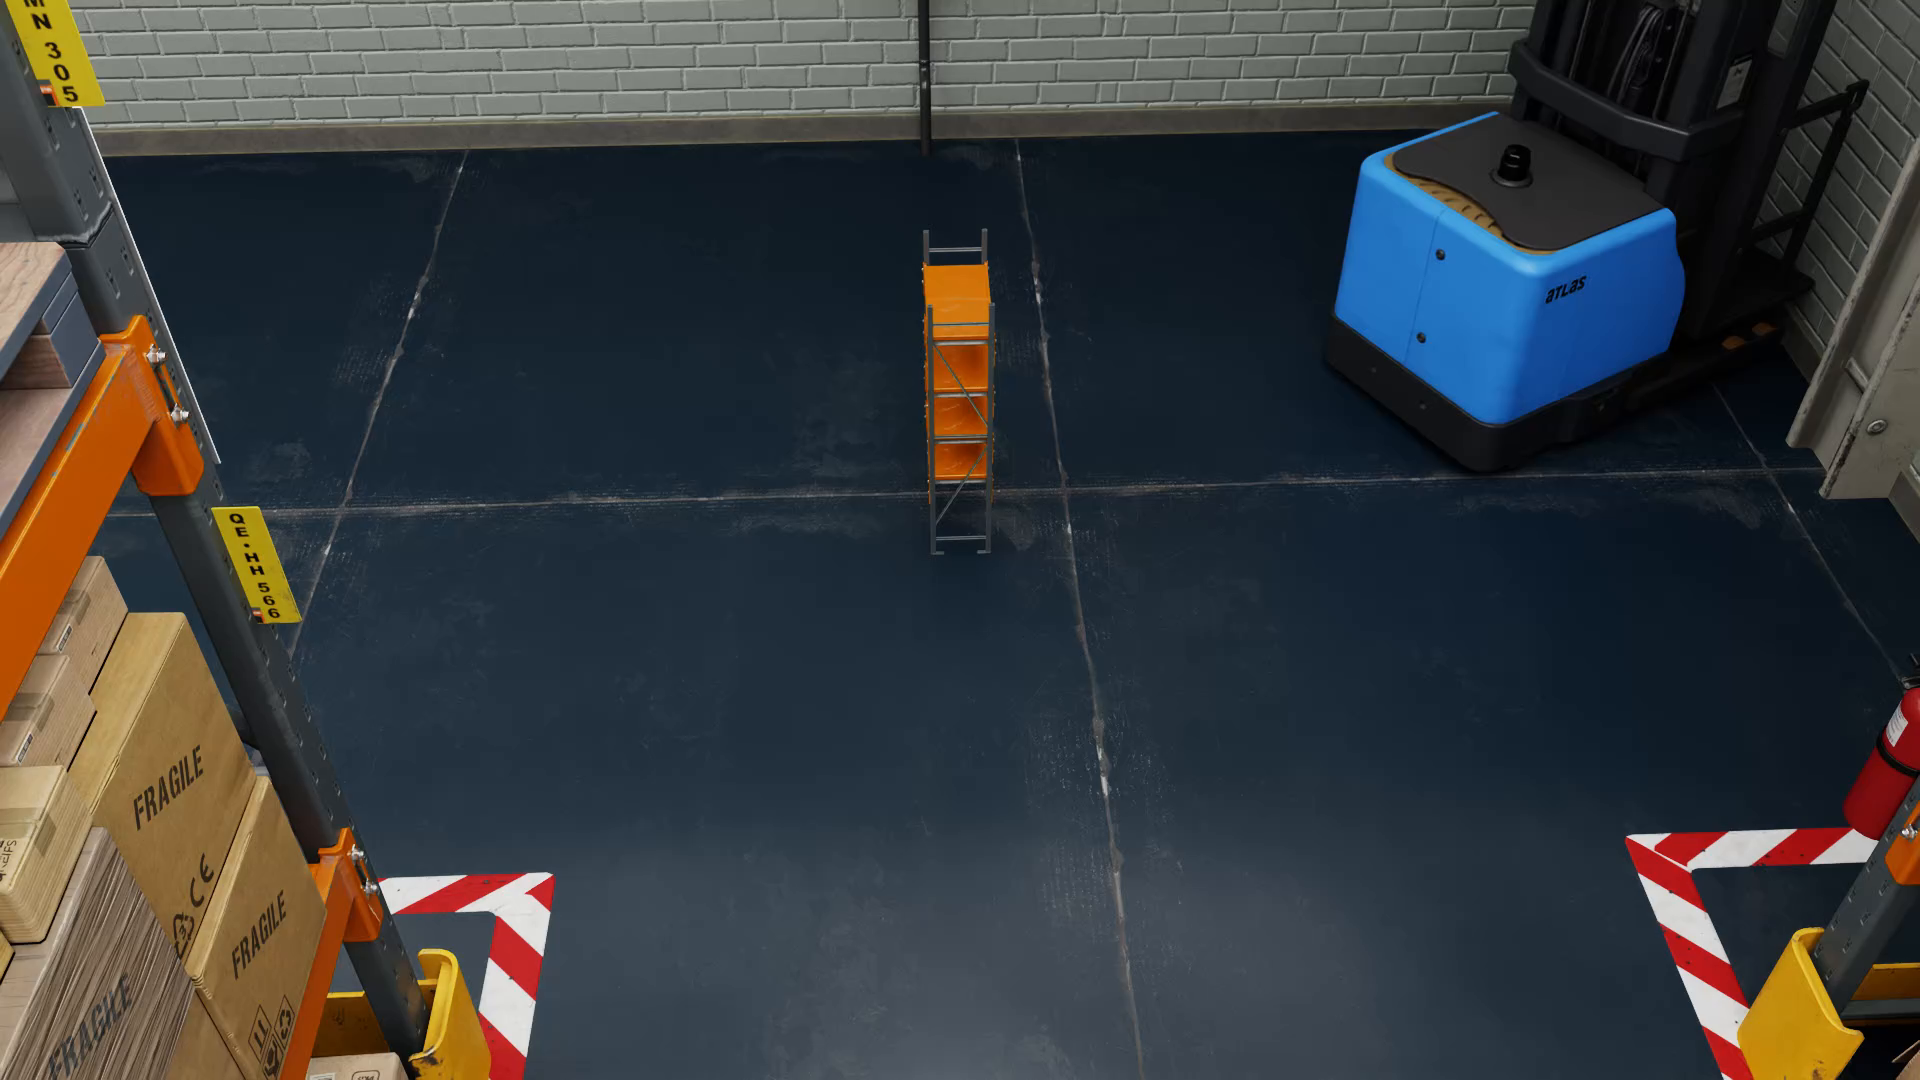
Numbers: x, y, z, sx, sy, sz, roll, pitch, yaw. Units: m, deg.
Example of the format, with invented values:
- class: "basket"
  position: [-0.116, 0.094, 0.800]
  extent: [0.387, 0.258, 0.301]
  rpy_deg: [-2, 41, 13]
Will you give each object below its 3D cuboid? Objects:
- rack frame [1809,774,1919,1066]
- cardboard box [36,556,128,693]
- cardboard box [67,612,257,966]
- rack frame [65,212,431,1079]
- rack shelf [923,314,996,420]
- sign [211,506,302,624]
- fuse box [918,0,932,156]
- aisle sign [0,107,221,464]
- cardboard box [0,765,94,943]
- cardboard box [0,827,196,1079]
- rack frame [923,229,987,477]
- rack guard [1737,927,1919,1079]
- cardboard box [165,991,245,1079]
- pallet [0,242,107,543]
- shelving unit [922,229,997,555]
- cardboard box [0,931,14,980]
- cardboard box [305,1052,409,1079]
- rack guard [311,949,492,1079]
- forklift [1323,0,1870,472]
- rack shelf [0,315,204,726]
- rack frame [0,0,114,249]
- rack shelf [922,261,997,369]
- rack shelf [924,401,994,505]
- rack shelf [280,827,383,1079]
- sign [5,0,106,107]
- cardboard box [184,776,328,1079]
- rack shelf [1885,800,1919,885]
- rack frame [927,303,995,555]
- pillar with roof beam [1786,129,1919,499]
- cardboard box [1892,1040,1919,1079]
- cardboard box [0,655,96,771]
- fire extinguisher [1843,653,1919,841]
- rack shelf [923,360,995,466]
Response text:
- class: "rack frame"
  position: [2.962, 0.431, 4.060]
  extent: [1.000, 3.000, 0.127]
  rpy_deg: [-2, 43, -2]
- class: "cardboard box"
  position: [-1.782, 0.168, 3.053]
  extent: [0.380, 0.149, 0.250]
  rpy_deg: [-1, 43, -1]
- class: "cardboard box"
  position: [-1.739, 0.489, 3.182]
  extent: [0.500, 0.500, 0.500]
  rpy_deg: [0, 43, 0]
- class: "rack frame"
  position: [-1.997, 0.576, 3.902]
  extent: [1.000, 3.000, 0.127]
  rpy_deg: [-2, 43, -2]
- class: "rack shelf"
  position: [-0.007, -0.669, 6.361]
  extent: [0.258, 0.148, 0.480]
  rpy_deg: [-2, 43, -2]
- class: "sign"
  position: [-1.454, 0.056, 3.437]
  extent: [0.100, 0.325, 0.005]
  rpy_deg: [-2, 43, -2]
- class: "fuse box"
  position: [-0.155, -2.717, 8.448]
  extent: [0.539, 1.711, 0.414]
  rpy_deg: [-2, 43, -2]
- class: "aisle sign"
  position: [-1.690, -0.440, 3.086]
  extent: [0.394, 0.787, 0.004]
  rpy_deg: [-2, 43, -2]
- class: "cardboard box"
  position: [-1.652, 0.511, 2.679]
  extent: [0.380, 0.149, 0.250]
  rpy_deg: [-2, 43, -2]
- class: "cardboard box"
  position: [-1.687, 0.841, 2.798]
  extent: [0.500, 0.500, 0.500]
  rpy_deg: [-2, 43, -2]
- class: "rack frame"
  position: [-0.017, -0.719, 6.646]
  extent: [0.240, 1.200, 0.015]
  rpy_deg: [-2, 43, -2]
- class: "rack guard"
  position: [2.965, 1.404, 4.848]
  extent: [1.175, 0.500, 0.348]
  rpy_deg: [-2, 43, -2]
- class: "cardboard box"
  position: [-1.706, 1.196, 3.151]
  extent: [0.500, 0.500, 0.500]
  rpy_deg: [-2, 43, -3]
- class: "pallet"
  position: [-1.955, 0.003, 2.372]
  extent: [1.003, 0.211, 1.213]
  rpy_deg: [-2, 43, -2]
- class: "shelving unit"
  position: [-0.007, -0.554, 6.466]
  extent: [0.258, 1.200, 0.503]
  rpy_deg: [-2, 43, -2]
- class: "cardboard box"
  position: [-1.682, 0.682, 2.492]
  extent: [0.380, 0.149, 0.250]
  rpy_deg: [-1, 43, -1]
- class: "cardboard box"
  position: [-1.869, 1.808, 4.143]
  extent: [0.875, 0.438, 0.875]
  rpy_deg: [-3, 43, -3]
- class: "rack guard"
  position: [-1.998, 1.481, 4.764]
  extent: [1.175, 0.500, 0.348]
  rpy_deg: [-2, 43, -2]
- class: "forklift"
  position: [3.173, -2.126, 6.900]
  extent: [3.031, 2.935, 1.130]
  rpy_deg: [-23, 47, -23]
- class: "rack shelf"
  position: [-1.912, 1.086, 1.658]
  extent: [1.077, 0.370, 4.000]
  rpy_deg: [-2, 43, -2]
- class: "rack frame"
  position: [-1.997, -1.636, 1.875]
  extent: [1.000, 3.000, 0.127]
  rpy_deg: [-2, 43, -2]
- class: "rack shelf"
  position: [-0.007, -0.844, 6.201]
  extent: [0.258, 0.148, 0.480]
  rpy_deg: [-2, 43, -2]
- class: "rack shelf"
  position: [-0.007, -0.358, 6.646]
  extent: [0.258, 0.148, 0.480]
  rpy_deg: [-2, 43, -2]
- class: "rack shelf"
  position: [-1.912, 2.191, 2.672]
  extent: [1.077, 0.370, 4.000]
  rpy_deg: [-2, 43, -2]
- class: "sign"
  position: [-1.454, -0.833, 2.622]
  extent: [0.100, 0.325, 0.005]
  rpy_deg: [-2, 43, -2]
- class: "cardboard box"
  position: [-1.712, 0.857, 3.521]
  extent: [0.500, 0.500, 0.500]
  rpy_deg: [-1, 43, -2]
- class: "rack shelf"
  position: [3.047, 2.046, 2.830]
  extent: [1.077, 0.370, 4.000]
  rpy_deg: [-2, 43, -2]
- class: "rack frame"
  position: [0.003, -0.389, 6.287]
  extent: [0.240, 1.200, 0.015]
  rpy_deg: [-2, 43, -2]
- class: "pillar with roof beam"
  position: [-0.553, -3.503, 3.912]
  extent: [9.100, 9.000, 0.400]
  rpy_deg: [-2, 43, -2]
- class: "cardboard box"
  position: [2.893, 1.612, 4.308]
  extent: [0.797, 0.503, 0.637]
  rpy_deg: [-3, 43, -3]
- class: "cardboard box"
  position: [-1.747, 0.339, 2.867]
  extent: [0.380, 0.149, 0.250]
  rpy_deg: [-1, 43, -1]
- class: "fire extinguisher"
  position: [2.494, 0.511, 4.306]
  extent: [0.296, 0.674, 0.183]
  rpy_deg: [-2, 43, -2]
- class: "rack shelf"
  position: [-0.007, -0.504, 6.512]
  extent: [0.258, 0.148, 0.480]
  rpy_deg: [-2, 43, -2]
